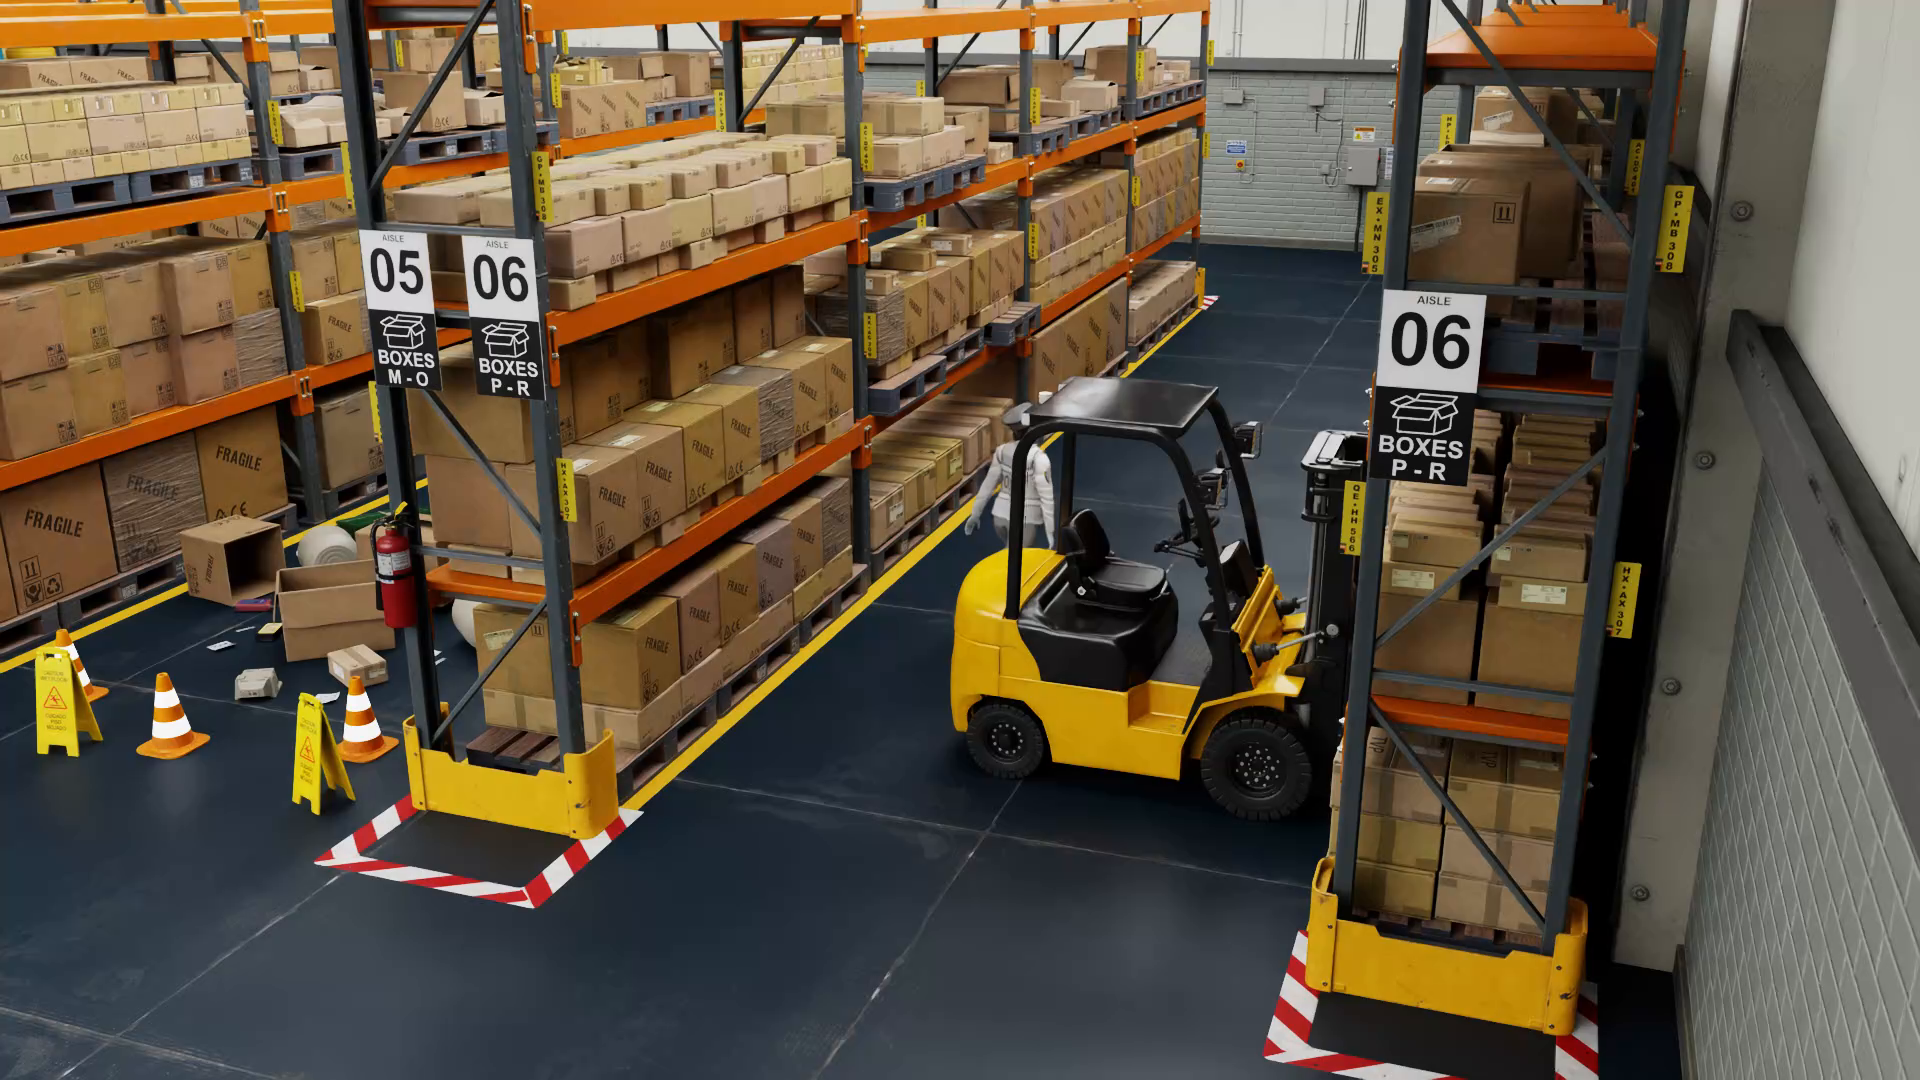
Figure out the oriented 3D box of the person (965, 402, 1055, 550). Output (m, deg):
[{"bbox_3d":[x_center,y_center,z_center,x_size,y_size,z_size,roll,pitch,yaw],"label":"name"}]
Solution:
[{"bbox_3d":[0.396,-0.144,11.492,1.019,1.611,0.670,-17,25,-41],"label":"person"}]
